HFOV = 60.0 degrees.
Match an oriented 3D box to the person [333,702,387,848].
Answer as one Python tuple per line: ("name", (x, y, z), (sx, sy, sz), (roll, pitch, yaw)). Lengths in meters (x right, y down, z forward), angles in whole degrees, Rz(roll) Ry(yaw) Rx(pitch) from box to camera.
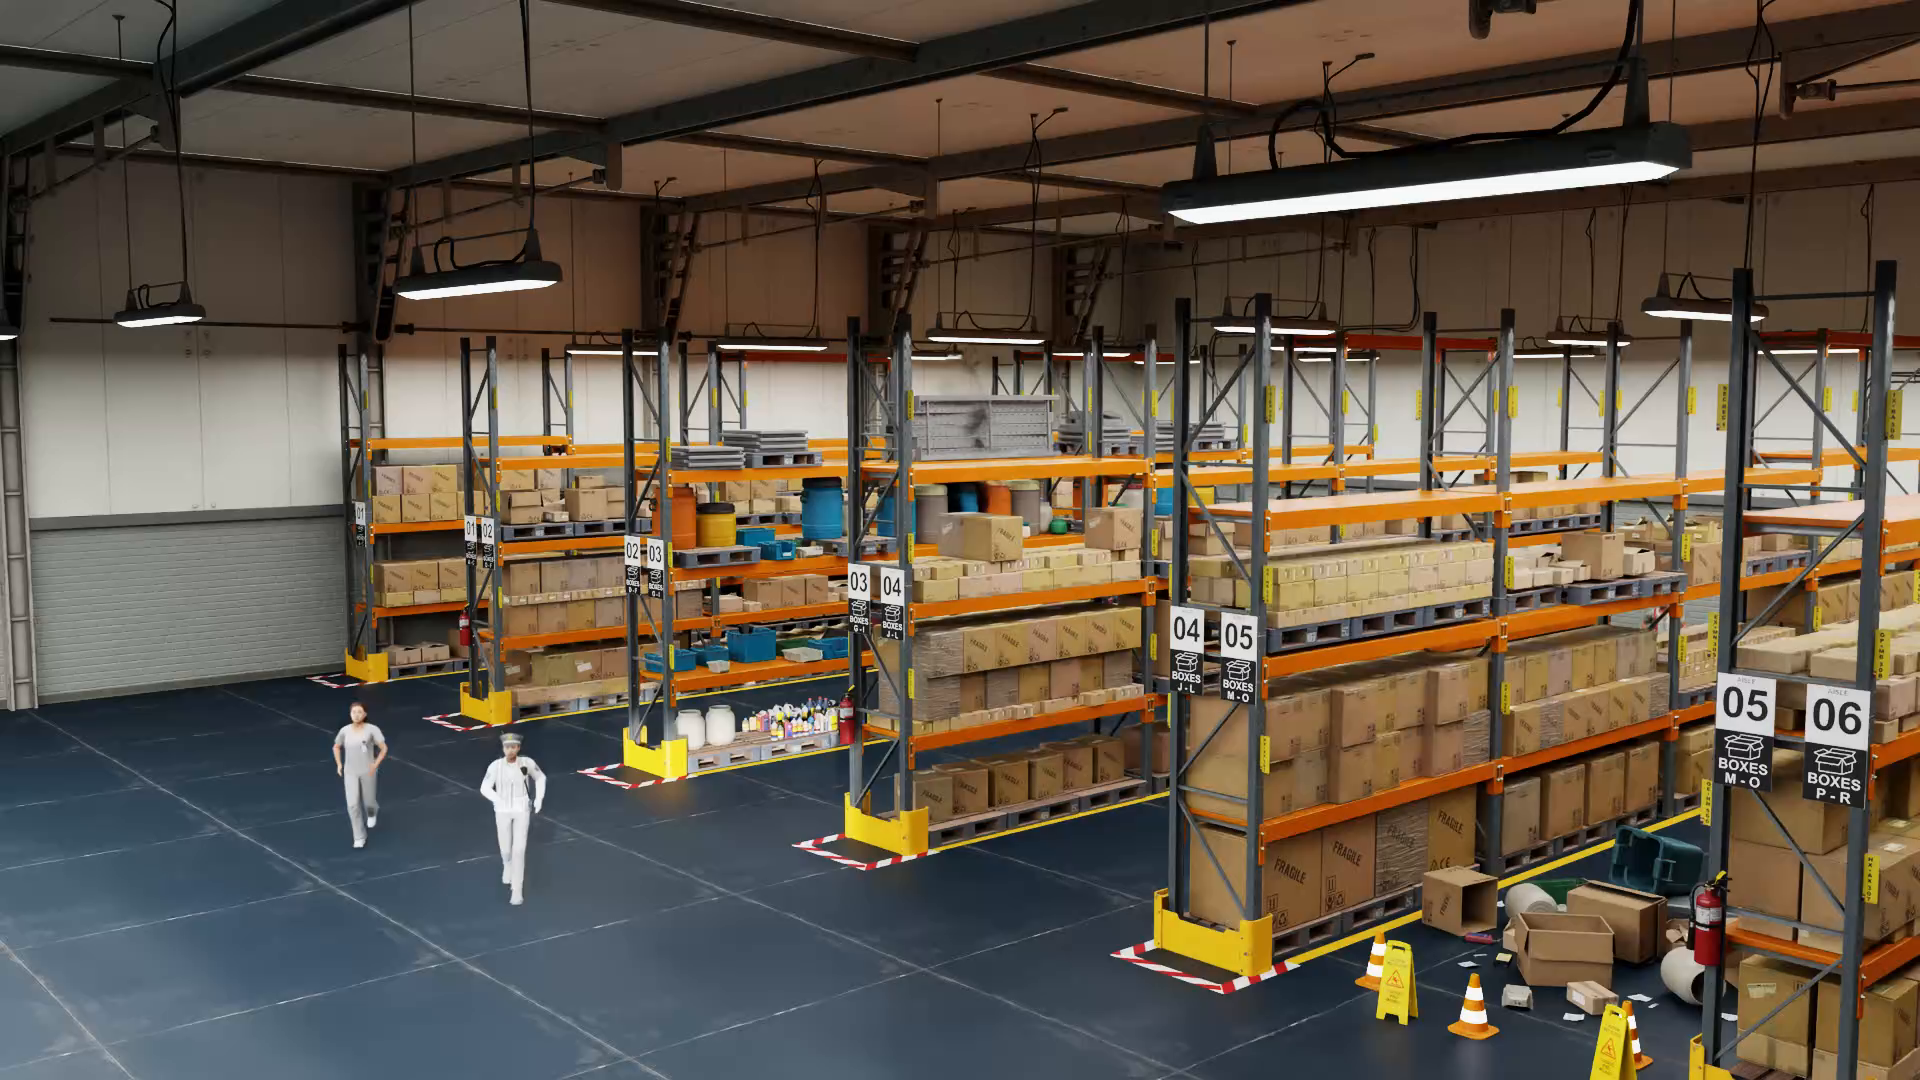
("person", (-6.848, 2.645, 18.997), (0.600, 1.632, 0.769), (-1, 5, -11))

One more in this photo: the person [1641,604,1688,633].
("person", (11.818, 1.758, 27.905), (0.723, 1.766, 0.920), (2, 5, 19))

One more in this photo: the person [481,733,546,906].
("person", (-4.570, 2.801, 17.030), (0.637, 1.715, 0.775), (-1, 5, -11))
